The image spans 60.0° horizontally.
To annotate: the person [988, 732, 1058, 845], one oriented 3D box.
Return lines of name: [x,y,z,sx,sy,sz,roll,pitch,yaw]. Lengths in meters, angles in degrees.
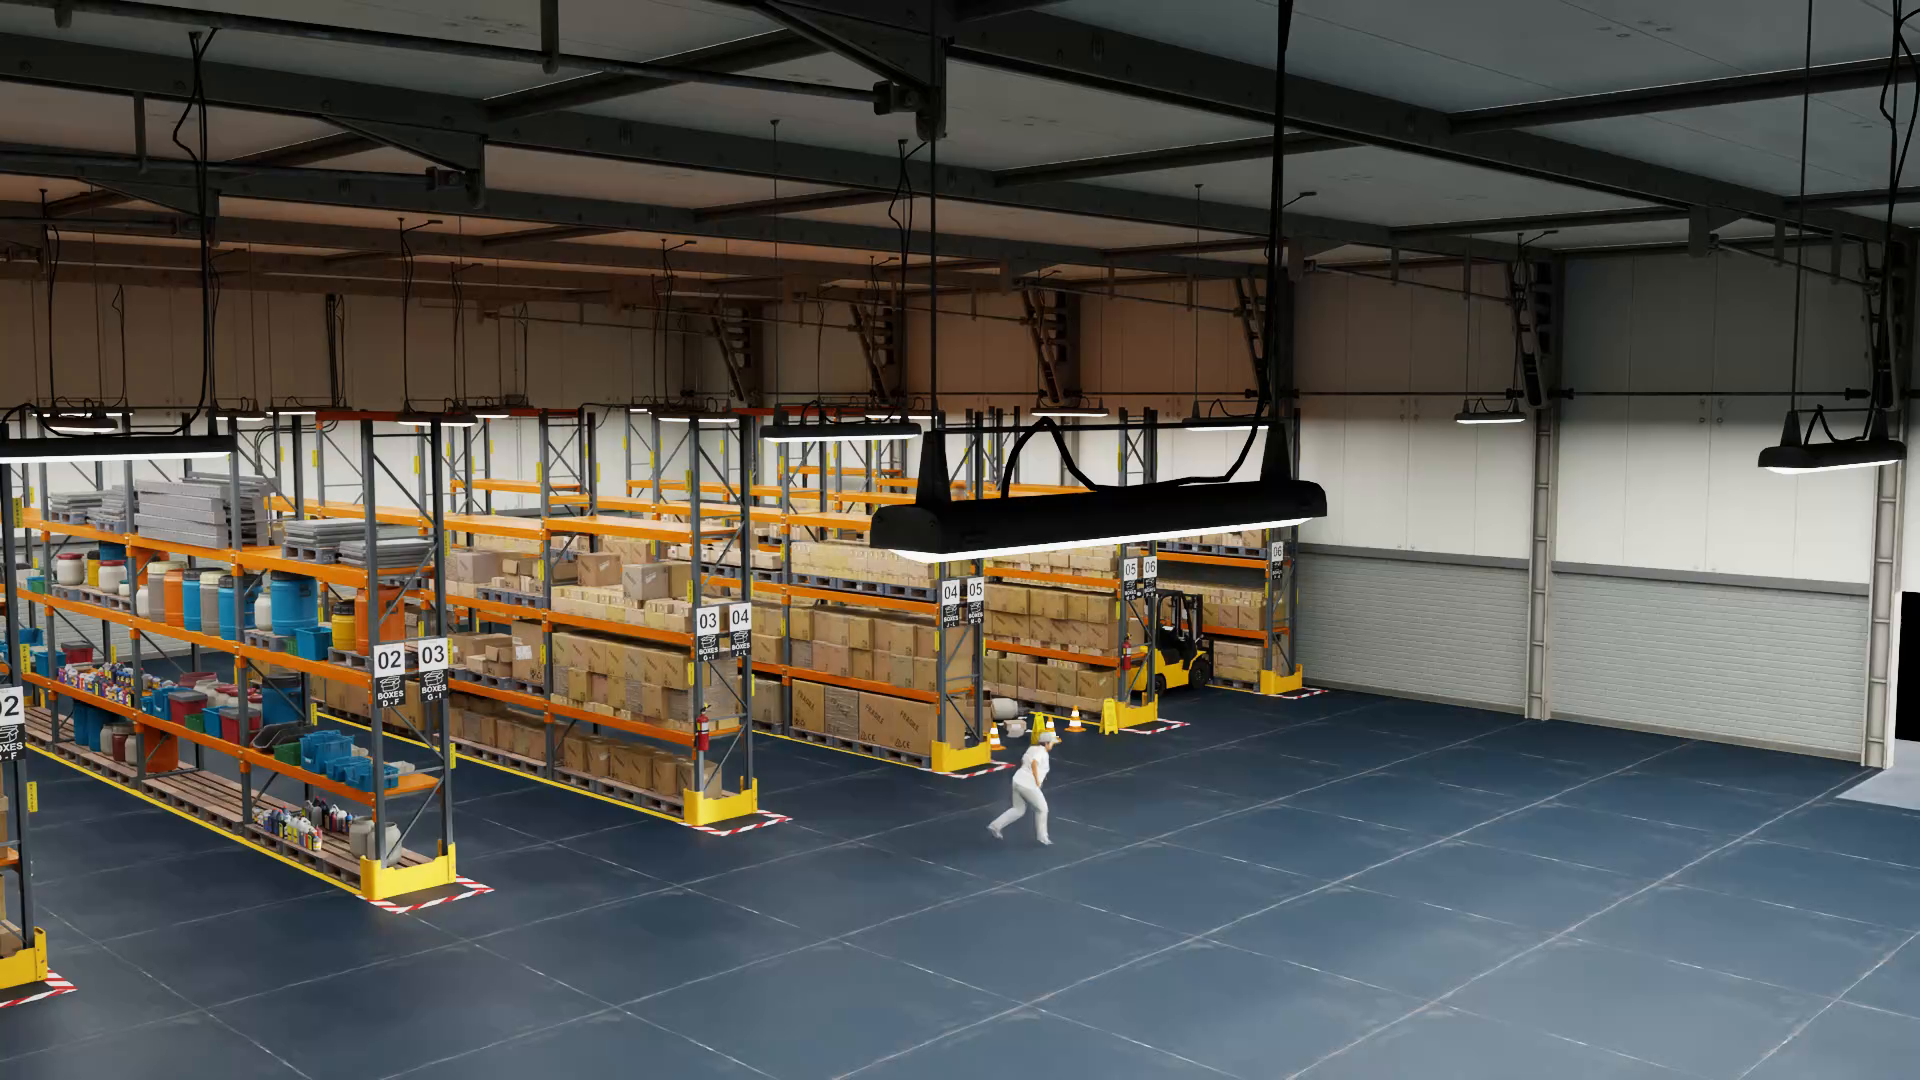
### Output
person: [0.890,3.511,23.208,1.021,1.630,0.640,-1,5,-14]
